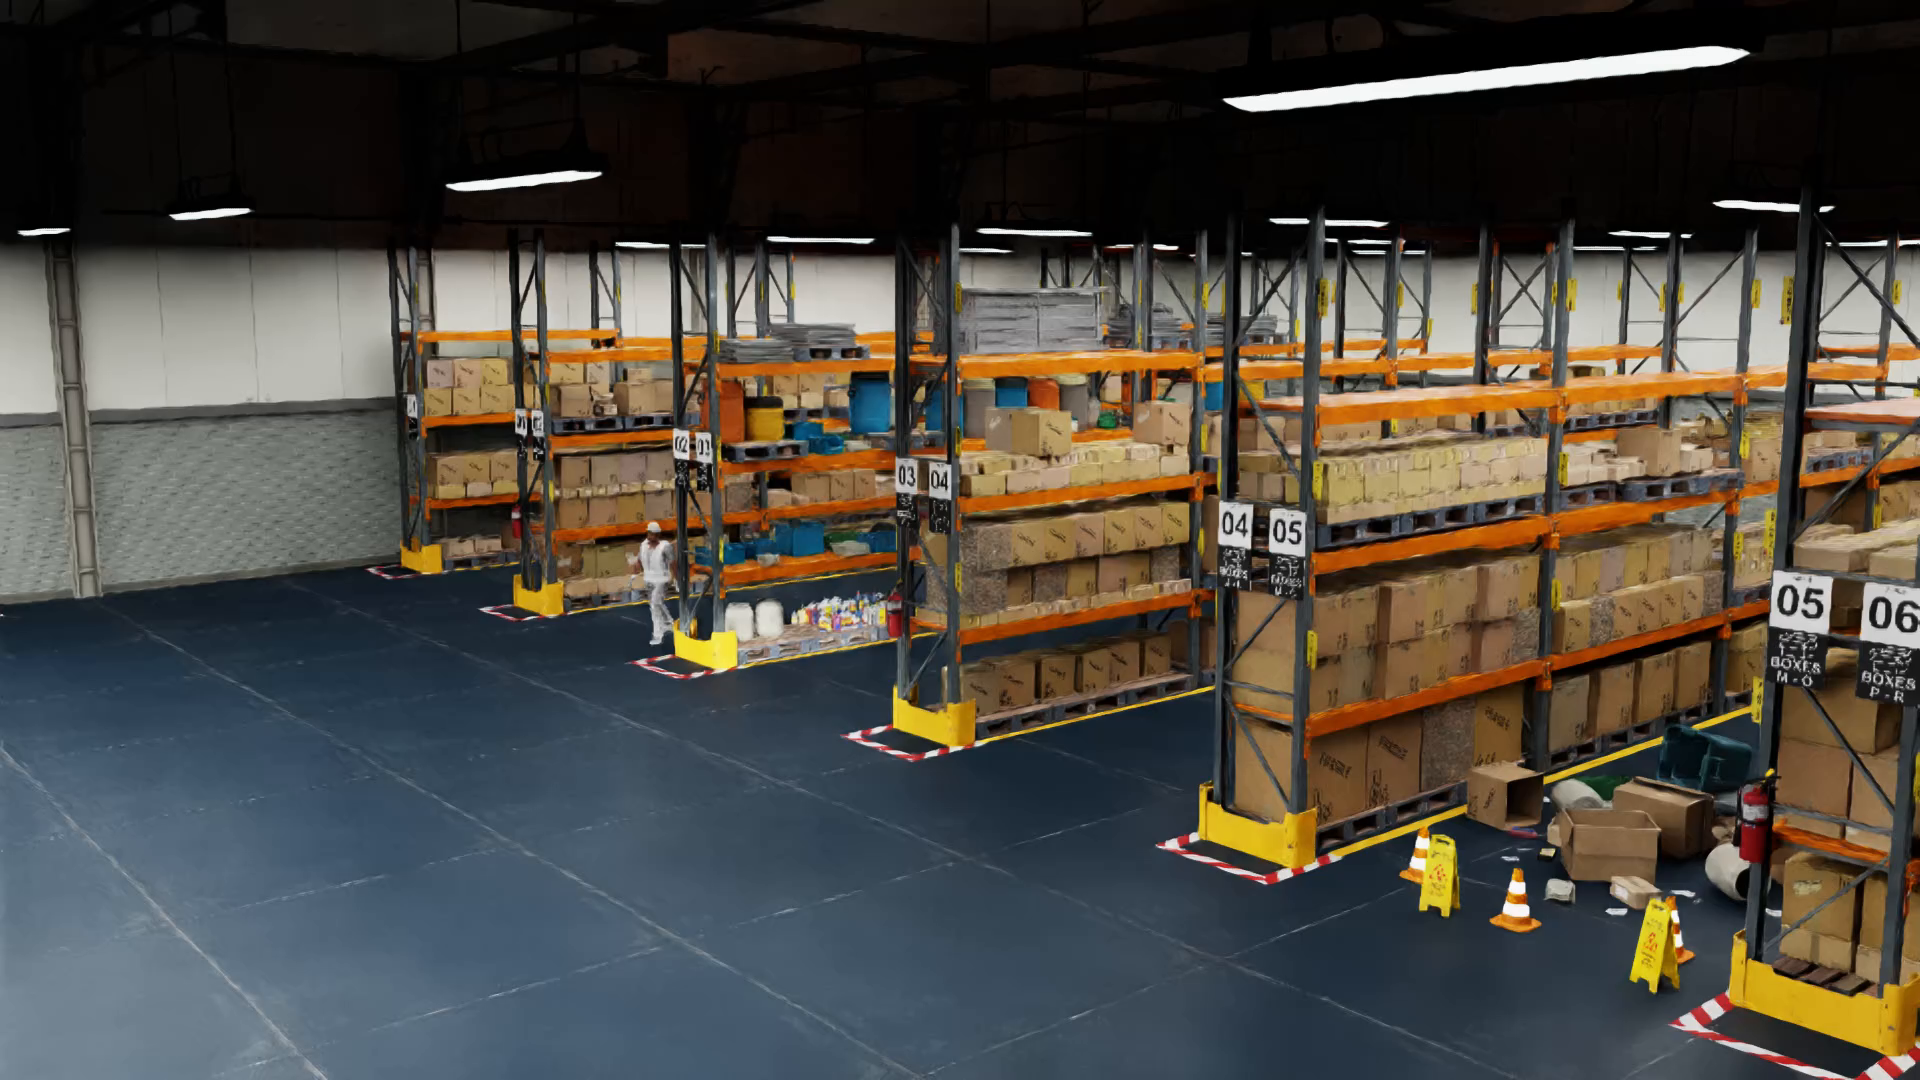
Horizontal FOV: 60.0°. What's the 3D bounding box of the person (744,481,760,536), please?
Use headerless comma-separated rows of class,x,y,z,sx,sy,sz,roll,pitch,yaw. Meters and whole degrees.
person,-3.906,-0.414,31.138,1.110,1.590,0.448,-7,11,-37

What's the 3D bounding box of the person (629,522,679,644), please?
person,-4.386,0.586,24.211,0.628,1.735,0.872,5,10,32

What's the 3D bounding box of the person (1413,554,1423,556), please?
person,5.783,1.029,21.153,0.655,1.785,0.577,-2,9,-11
